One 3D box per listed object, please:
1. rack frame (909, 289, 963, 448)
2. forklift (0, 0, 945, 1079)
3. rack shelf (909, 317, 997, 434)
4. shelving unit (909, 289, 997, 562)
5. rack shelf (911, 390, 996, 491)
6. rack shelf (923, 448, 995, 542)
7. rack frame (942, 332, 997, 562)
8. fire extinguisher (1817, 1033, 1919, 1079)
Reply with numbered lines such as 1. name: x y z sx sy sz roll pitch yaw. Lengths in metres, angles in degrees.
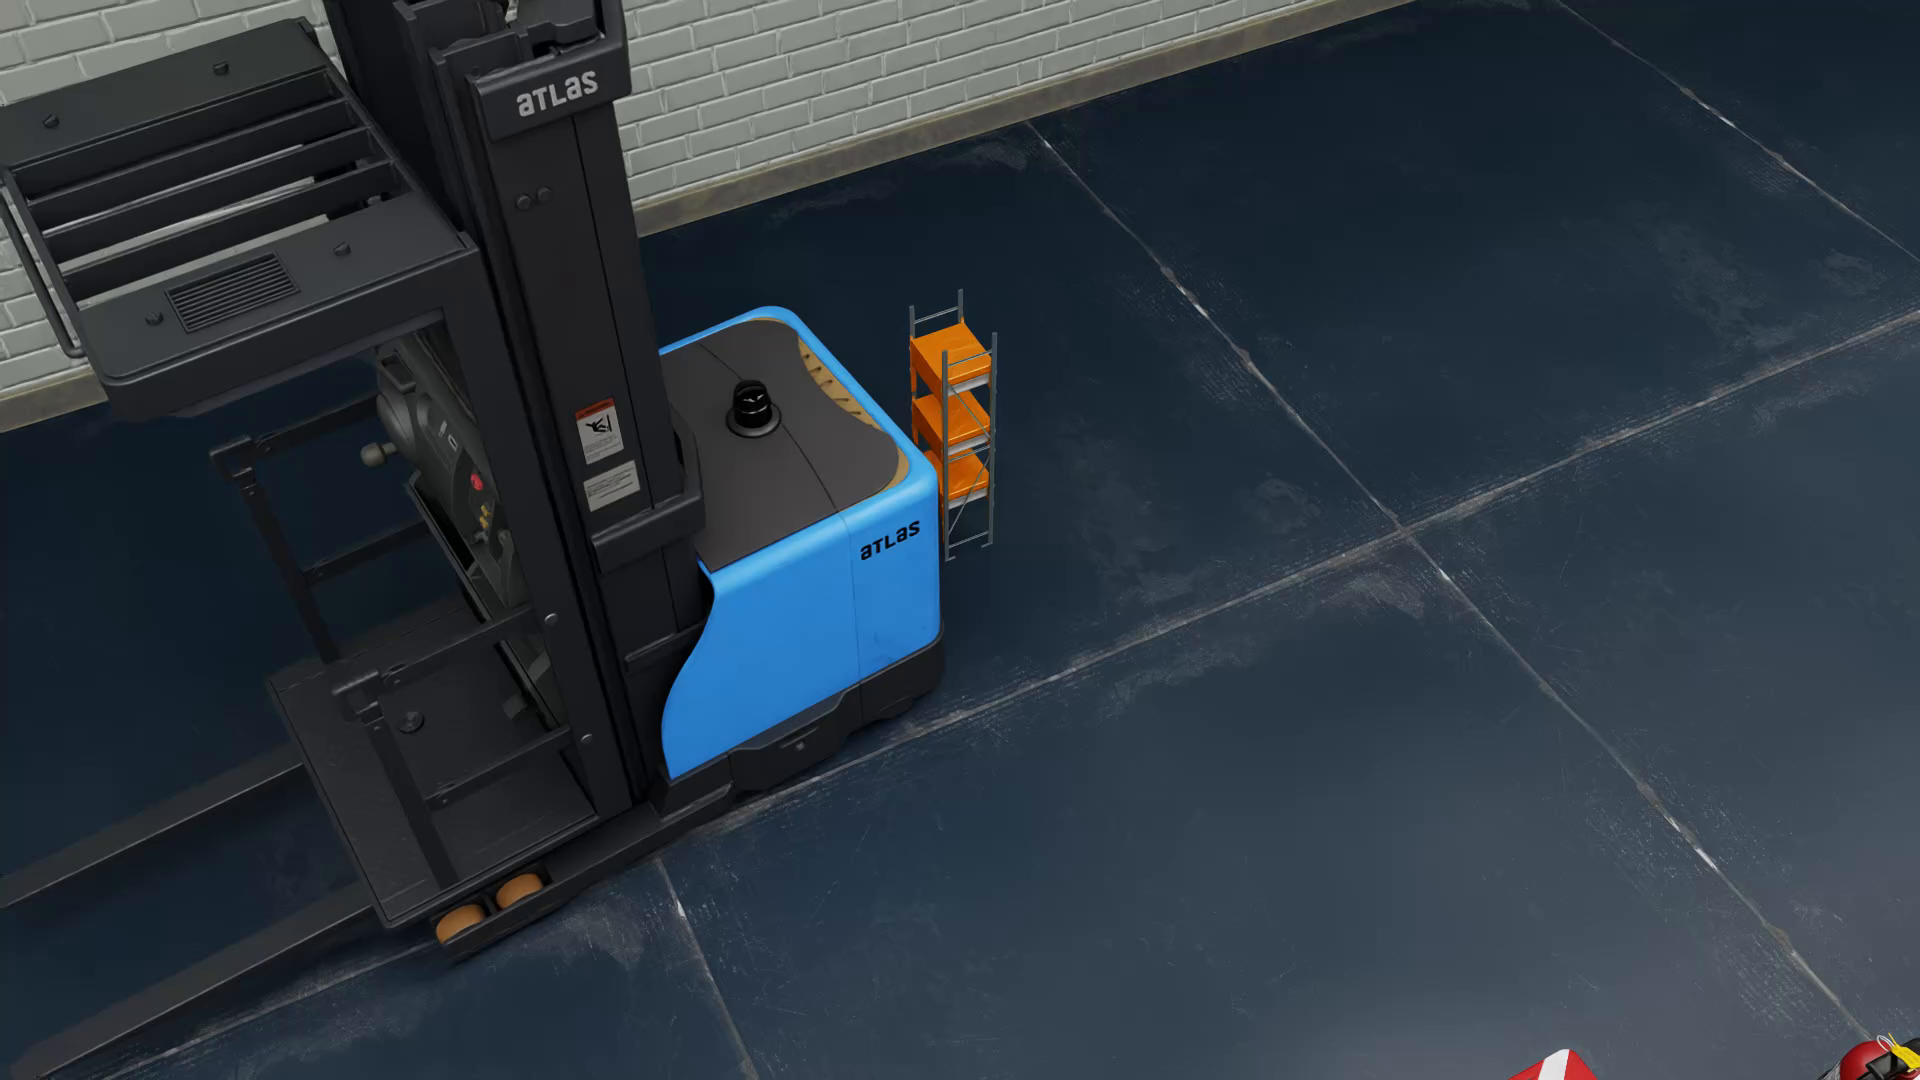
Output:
1. rack frame: -0.080 -0.463 5.958 0.200 1.050 0.008 -21 52 -18
2. forklift: -1.561 -0.142 4.427 3.031 2.935 1.130 -27 54 -21
3. rack shelf: -0.024 -0.561 5.681 0.215 0.259 0.240 -21 52 -18
4. shelving unit: -0.024 -0.381 5.886 0.215 1.050 0.252 -21 52 -18
5. rack shelf: -0.024 -0.374 5.894 0.215 0.259 0.240 -21 52 -18
6. rack shelf: -0.024 -0.192 6.103 0.215 0.259 0.240 -21 52 -18
7. rack frame: 0.031 -0.300 5.815 0.200 1.050 0.008 -21 52 -18
8. fire extinguisher: 1.917 1.187 3.518 0.296 0.674 0.183 -21 52 -18
